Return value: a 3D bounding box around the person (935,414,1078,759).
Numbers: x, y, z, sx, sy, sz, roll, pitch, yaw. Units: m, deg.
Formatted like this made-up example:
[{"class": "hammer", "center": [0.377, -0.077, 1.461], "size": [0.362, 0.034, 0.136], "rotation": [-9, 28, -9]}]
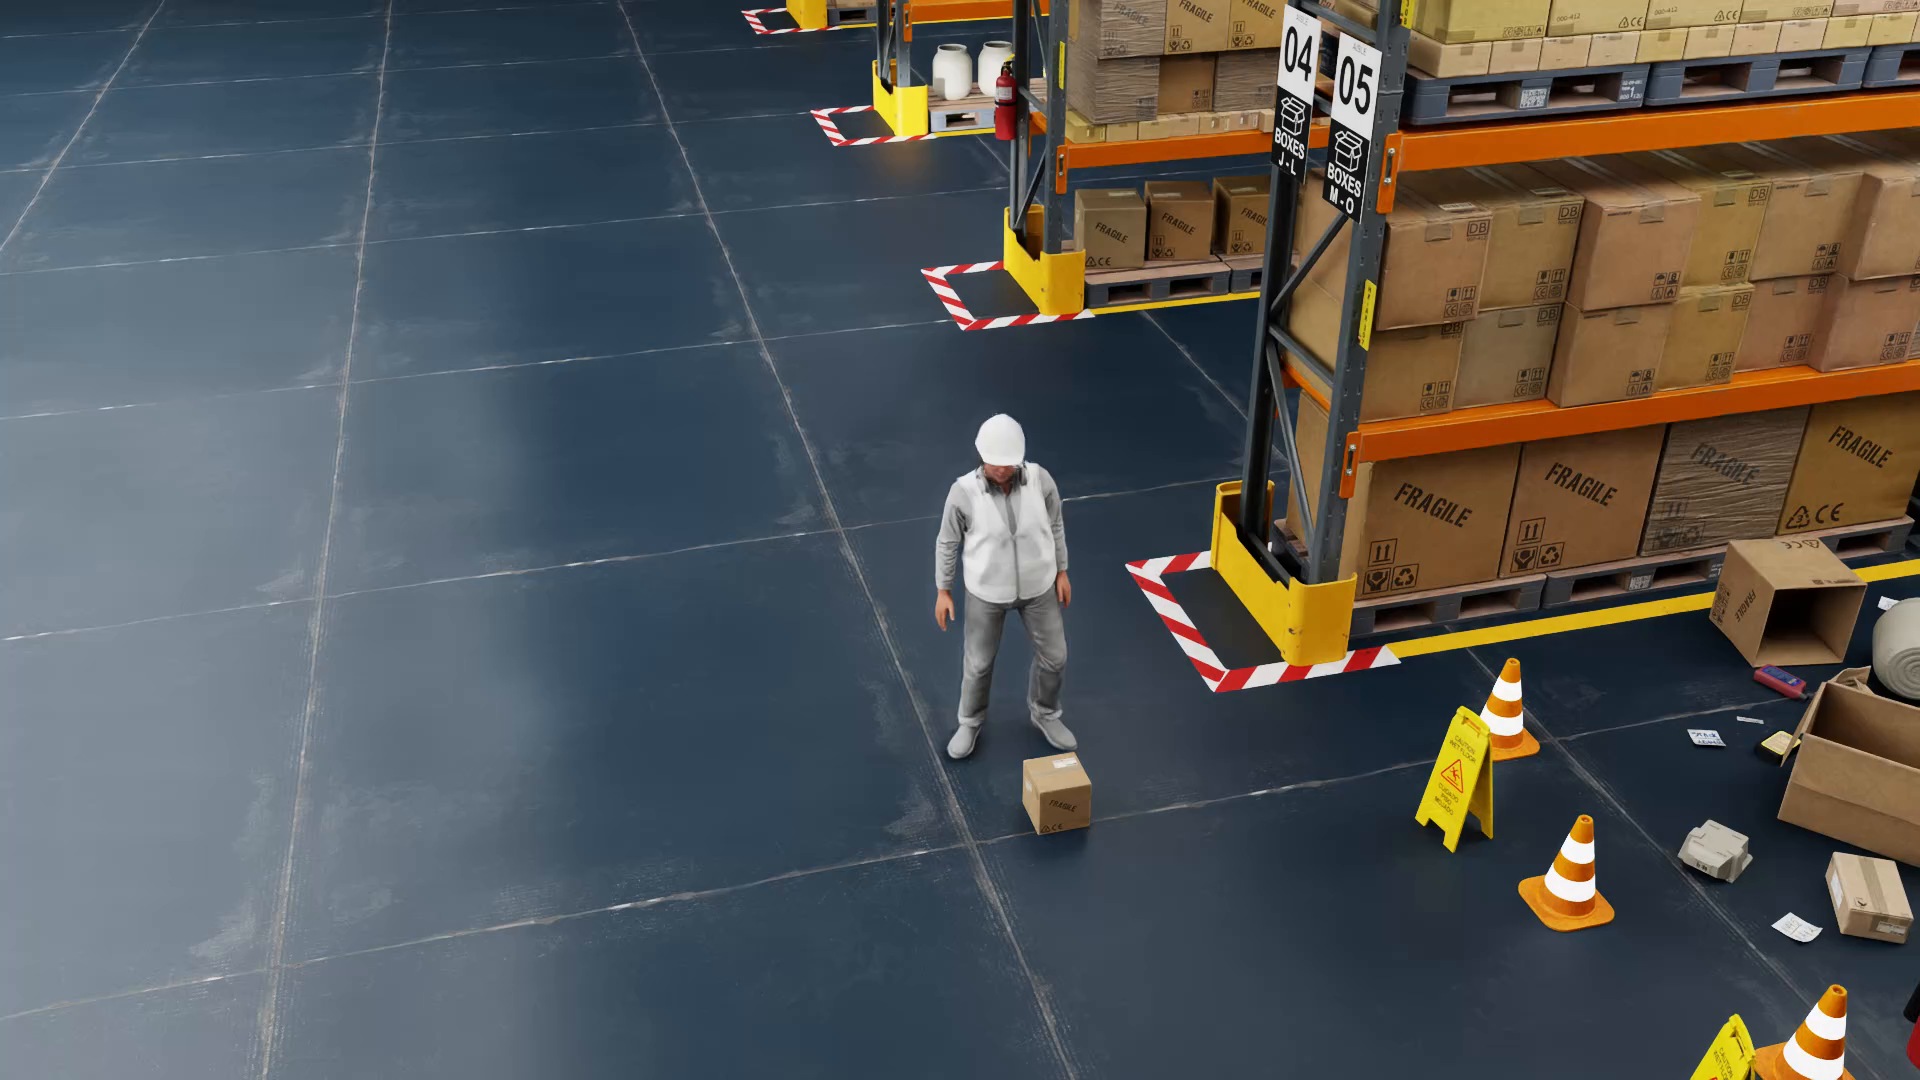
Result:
[{"class": "person", "center": [0.218, 0.227, 7.802], "size": [0.686, 1.800, 0.374], "rotation": [-6, 31, -10]}]
